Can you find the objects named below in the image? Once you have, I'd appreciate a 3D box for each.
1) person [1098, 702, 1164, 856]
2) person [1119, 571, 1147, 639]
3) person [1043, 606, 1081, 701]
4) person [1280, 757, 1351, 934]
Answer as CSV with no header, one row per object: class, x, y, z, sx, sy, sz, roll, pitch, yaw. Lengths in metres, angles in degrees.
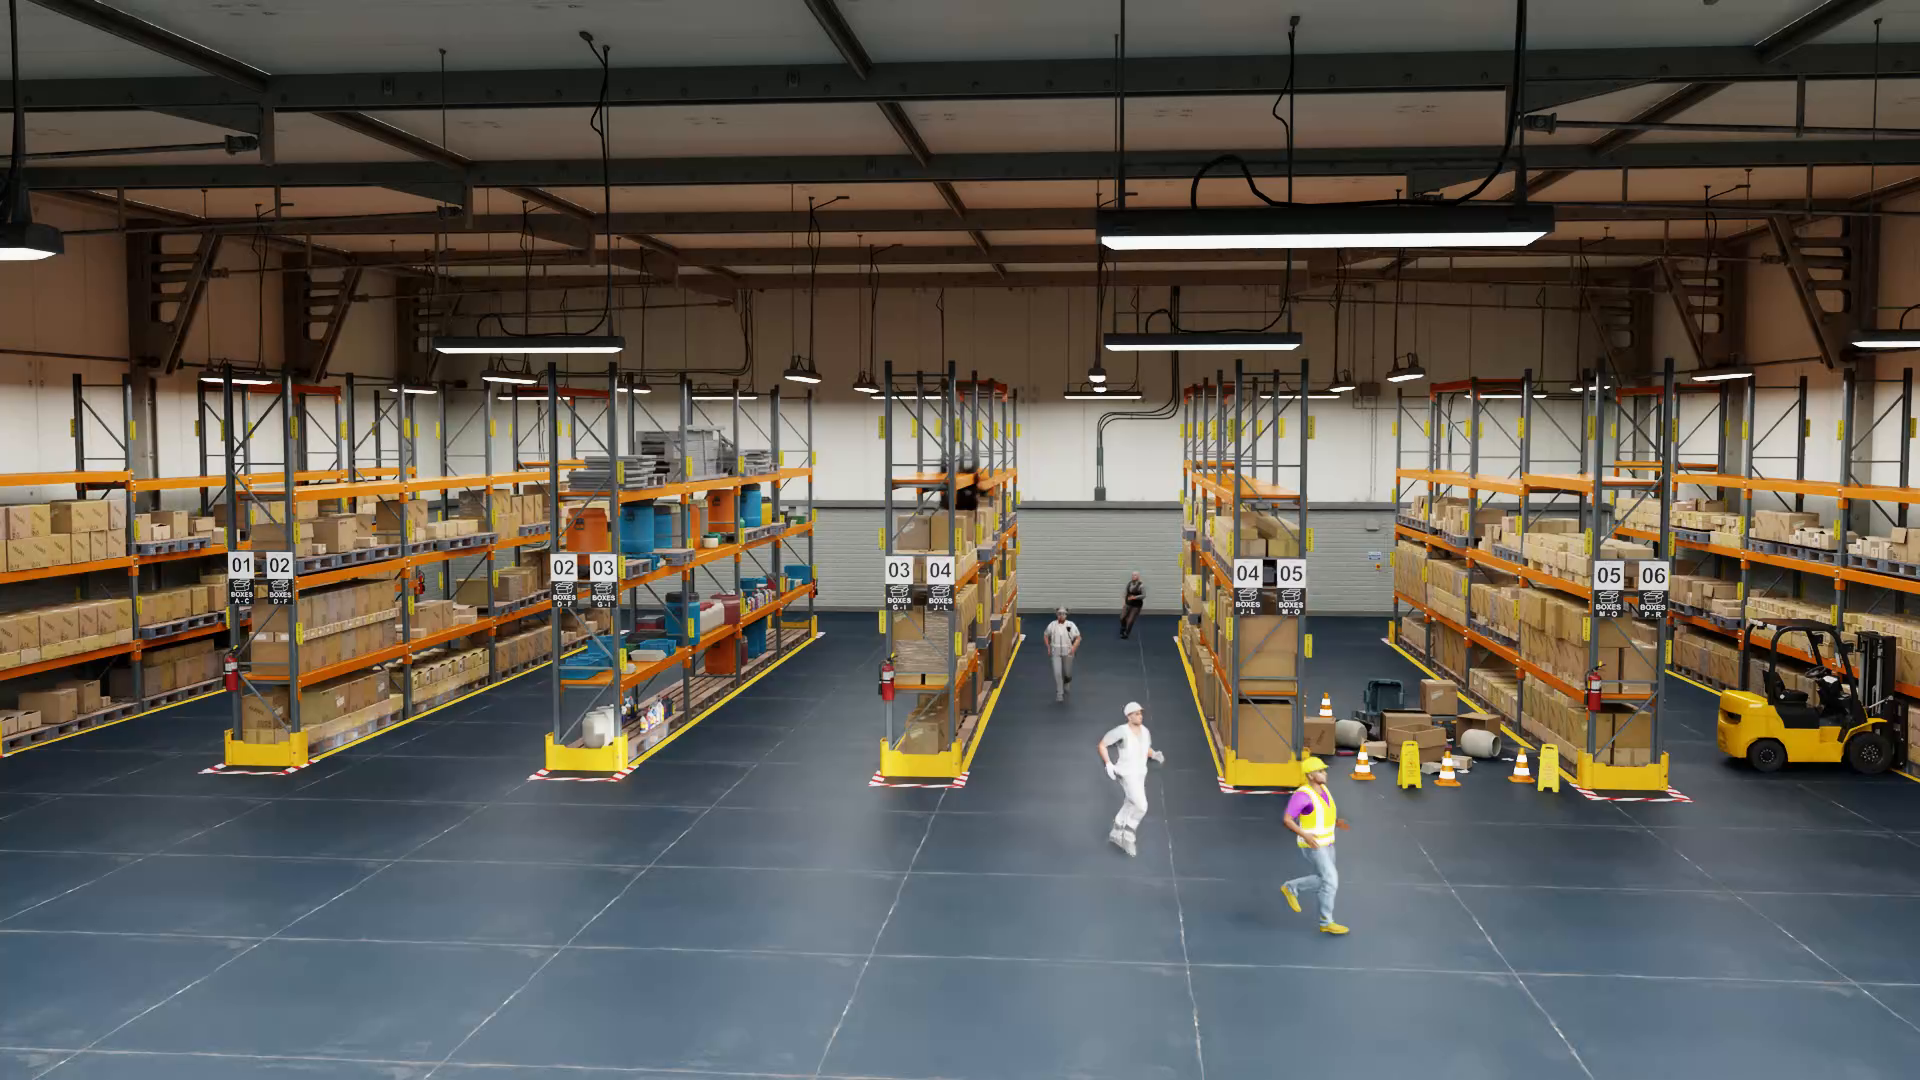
person,2.064,2.825,19.732,0.738,1.816,0.642,4,5,44
person,4.091,1.566,39.838,0.839,1.646,0.537,3,5,36
person,1.896,2.088,30.985,0.699,1.740,0.792,0,4,5
person,3.545,3.041,16.688,0.795,1.732,0.712,3,5,38
